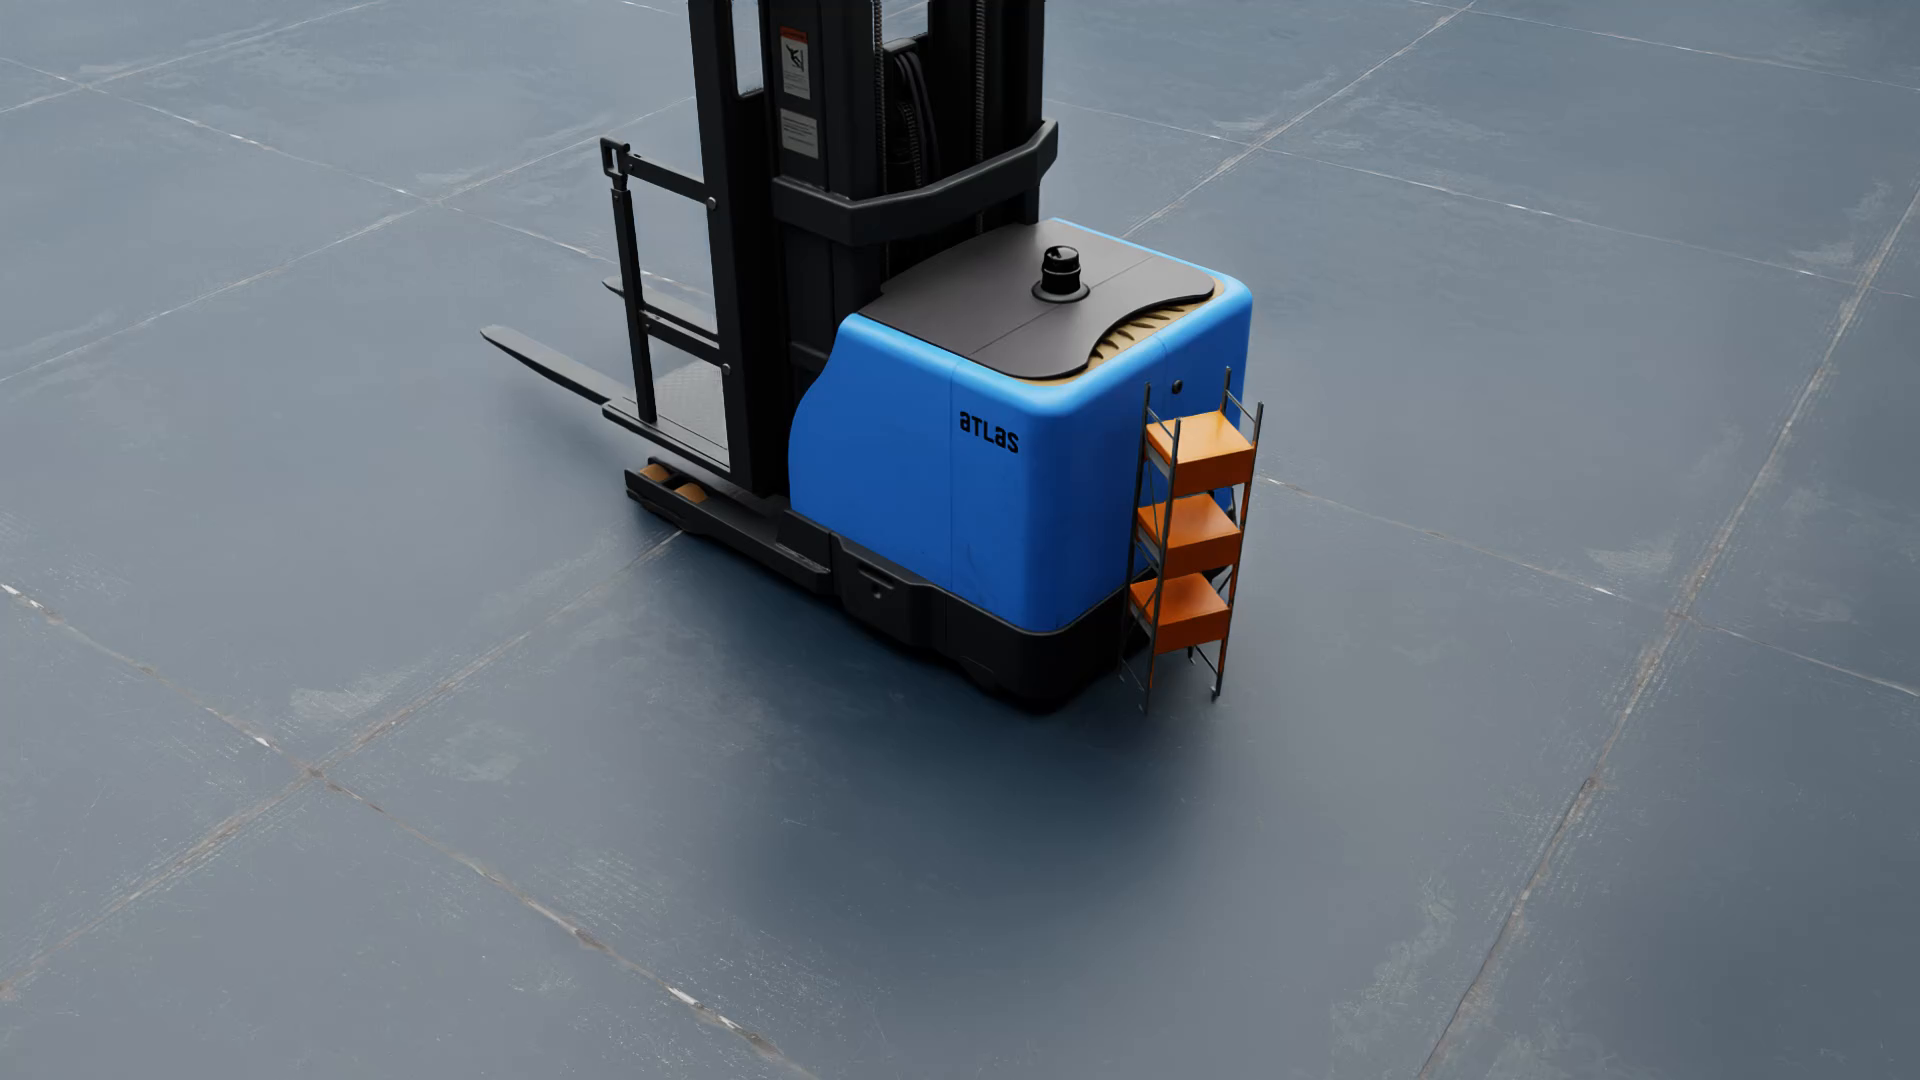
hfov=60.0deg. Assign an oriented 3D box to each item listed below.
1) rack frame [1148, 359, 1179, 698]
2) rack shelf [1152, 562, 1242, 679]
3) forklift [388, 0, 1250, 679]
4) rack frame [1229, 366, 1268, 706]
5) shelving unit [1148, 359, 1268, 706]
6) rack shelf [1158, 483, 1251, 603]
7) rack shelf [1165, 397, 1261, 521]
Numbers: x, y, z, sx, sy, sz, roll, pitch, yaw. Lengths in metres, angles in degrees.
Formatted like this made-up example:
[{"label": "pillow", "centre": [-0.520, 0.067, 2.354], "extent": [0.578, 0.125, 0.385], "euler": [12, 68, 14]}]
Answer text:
[{"label": "rack frame", "centre": [0.589, -0.012, 4.831], "extent": [0.008, 1.050, 0.200], "euler": [5, 34, 8]}, {"label": "rack shelf", "centre": [0.709, 0.238, 4.976], "extent": [0.240, 0.259, 0.215], "euler": [5, 34, 8]}, {"label": "forklift", "centre": [-0.632, -1.367, 5.155], "extent": [3.031, 2.935, 1.130], "euler": [16, 37, 22]}, {"label": "rack frame", "centre": [0.830, 0.010, 4.798], "extent": [0.008, 1.050, 0.200], "euler": [5, 34, 8]}, {"label": "shelving unit", "centre": [0.709, -0.001, 4.814], "extent": [0.252, 1.050, 0.215], "euler": [5, 34, 8]}, {"label": "rack shelf", "centre": [0.709, 0.008, 4.820], "extent": [0.240, 0.259, 0.215], "euler": [5, 34, 8]}, {"label": "rack shelf", "centre": [0.709, -0.227, 4.661], "extent": [0.240, 0.259, 0.215], "euler": [5, 34, 8]}]
